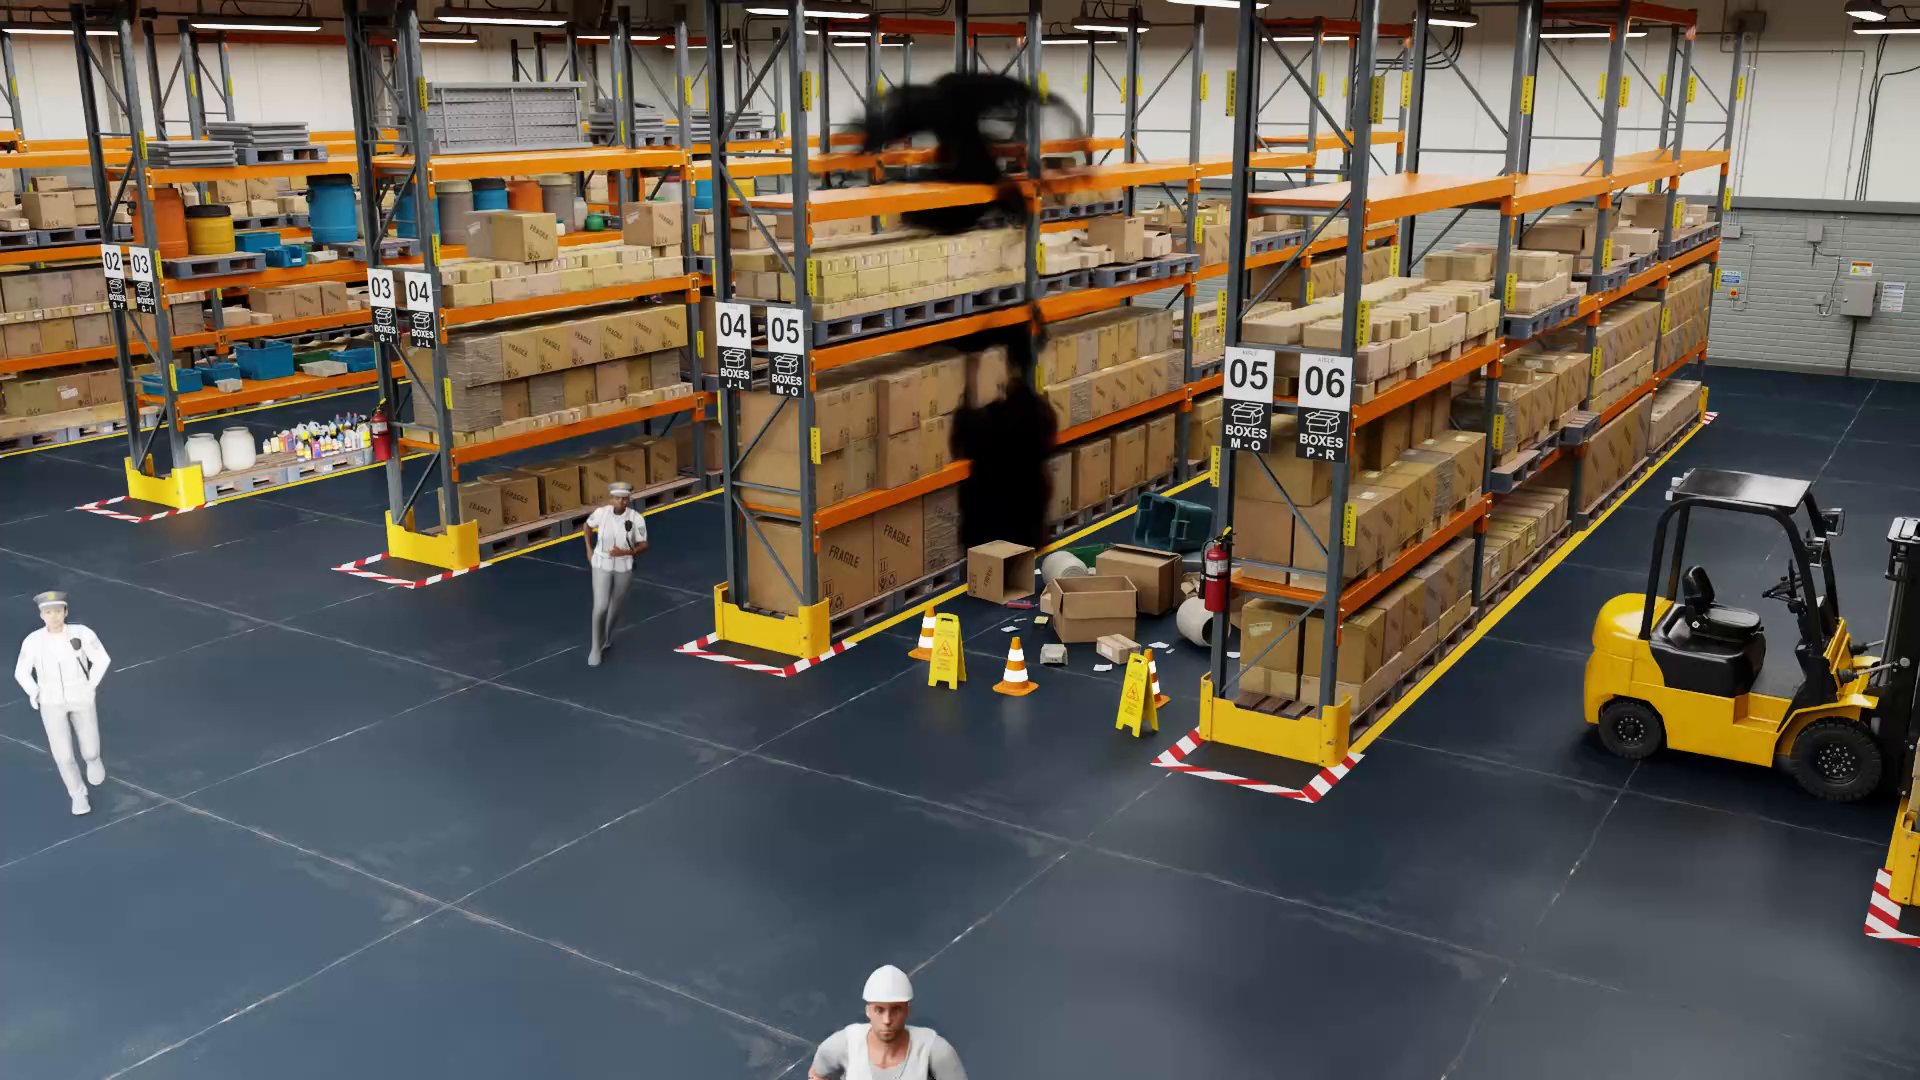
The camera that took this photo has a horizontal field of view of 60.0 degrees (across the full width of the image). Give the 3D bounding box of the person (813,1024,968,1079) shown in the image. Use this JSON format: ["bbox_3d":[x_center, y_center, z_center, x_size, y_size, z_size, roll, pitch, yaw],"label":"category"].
[{"bbox_3d":[-0.283,2.664,6.806,0.636,1.519,0.914,0,16,-1],"label":"person"}]

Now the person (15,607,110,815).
[{"bbox_3d":[-6.466,1.170,12.048,0.613,1.586,0.532,-7,17,-24],"label":"person"}]

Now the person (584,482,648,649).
[{"bbox_3d":[-3.121,0.199,15.142,0.550,1.562,0.660,-4,16,-14],"label":"person"}]
